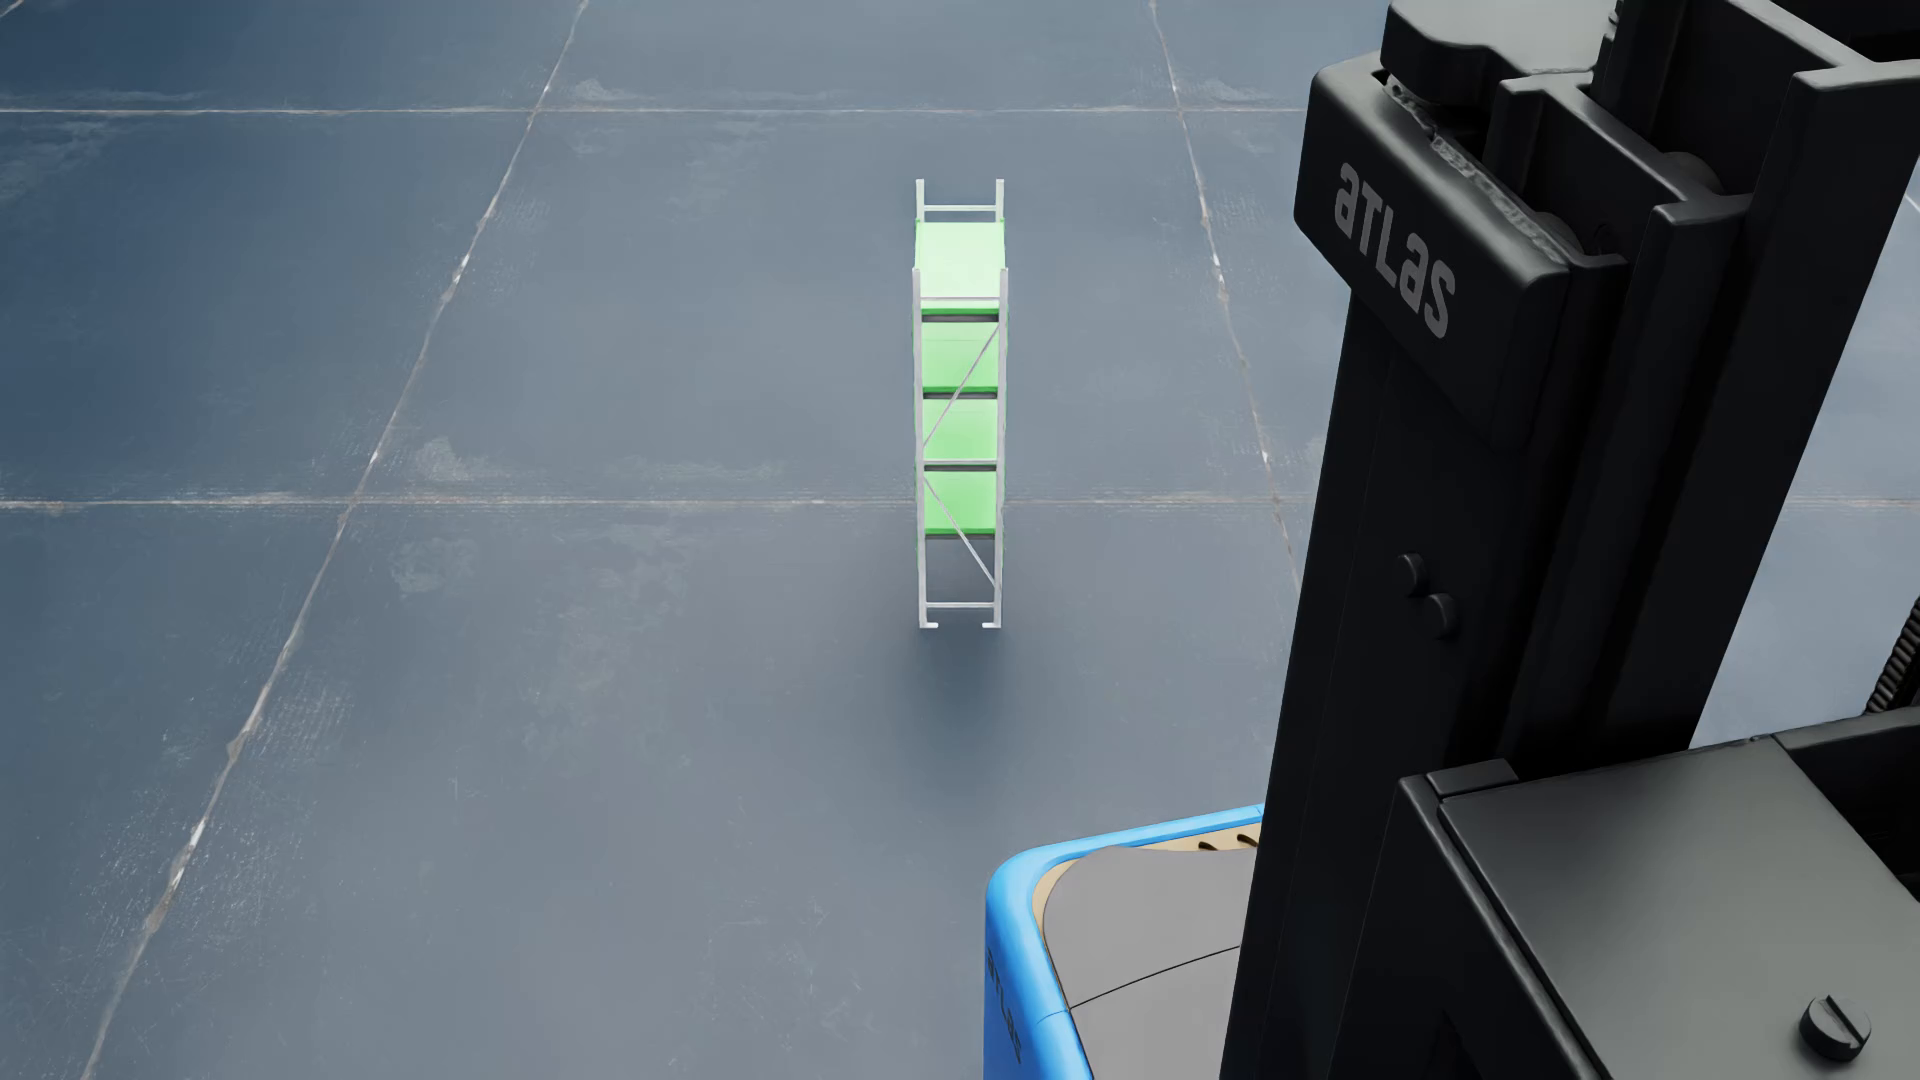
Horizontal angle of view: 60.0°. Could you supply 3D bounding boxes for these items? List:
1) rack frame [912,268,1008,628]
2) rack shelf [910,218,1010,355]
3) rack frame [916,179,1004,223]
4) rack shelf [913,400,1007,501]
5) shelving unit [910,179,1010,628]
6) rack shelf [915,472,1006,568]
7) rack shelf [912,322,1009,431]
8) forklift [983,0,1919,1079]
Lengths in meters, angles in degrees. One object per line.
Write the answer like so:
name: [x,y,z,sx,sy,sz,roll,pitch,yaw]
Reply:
rack frame: [0.000,-0.212,4.555,0.240,1.200,0.015,0,39,0]
rack shelf: [0.000,-0.689,4.485,0.258,0.148,0.480,0,39,0]
rack frame: [0.000,-0.517,4.936,0.240,1.200,0.015,0,39,0]
rack shelf: [0.000,-0.315,4.786,0.258,0.148,0.480,0,39,0]
shelving unit: [0.000,-0.365,4.746,0.258,1.200,0.503,0,39,0]
rack shelf: [0.000,-0.128,4.936,0.258,0.148,0.480,0,39,0]
rack shelf: [0.000,-0.502,4.635,0.258,0.148,0.480,0,39,0]
forklift: [0.883,1.058,1.585,1.130,2.935,3.031,-9,40,-11]
